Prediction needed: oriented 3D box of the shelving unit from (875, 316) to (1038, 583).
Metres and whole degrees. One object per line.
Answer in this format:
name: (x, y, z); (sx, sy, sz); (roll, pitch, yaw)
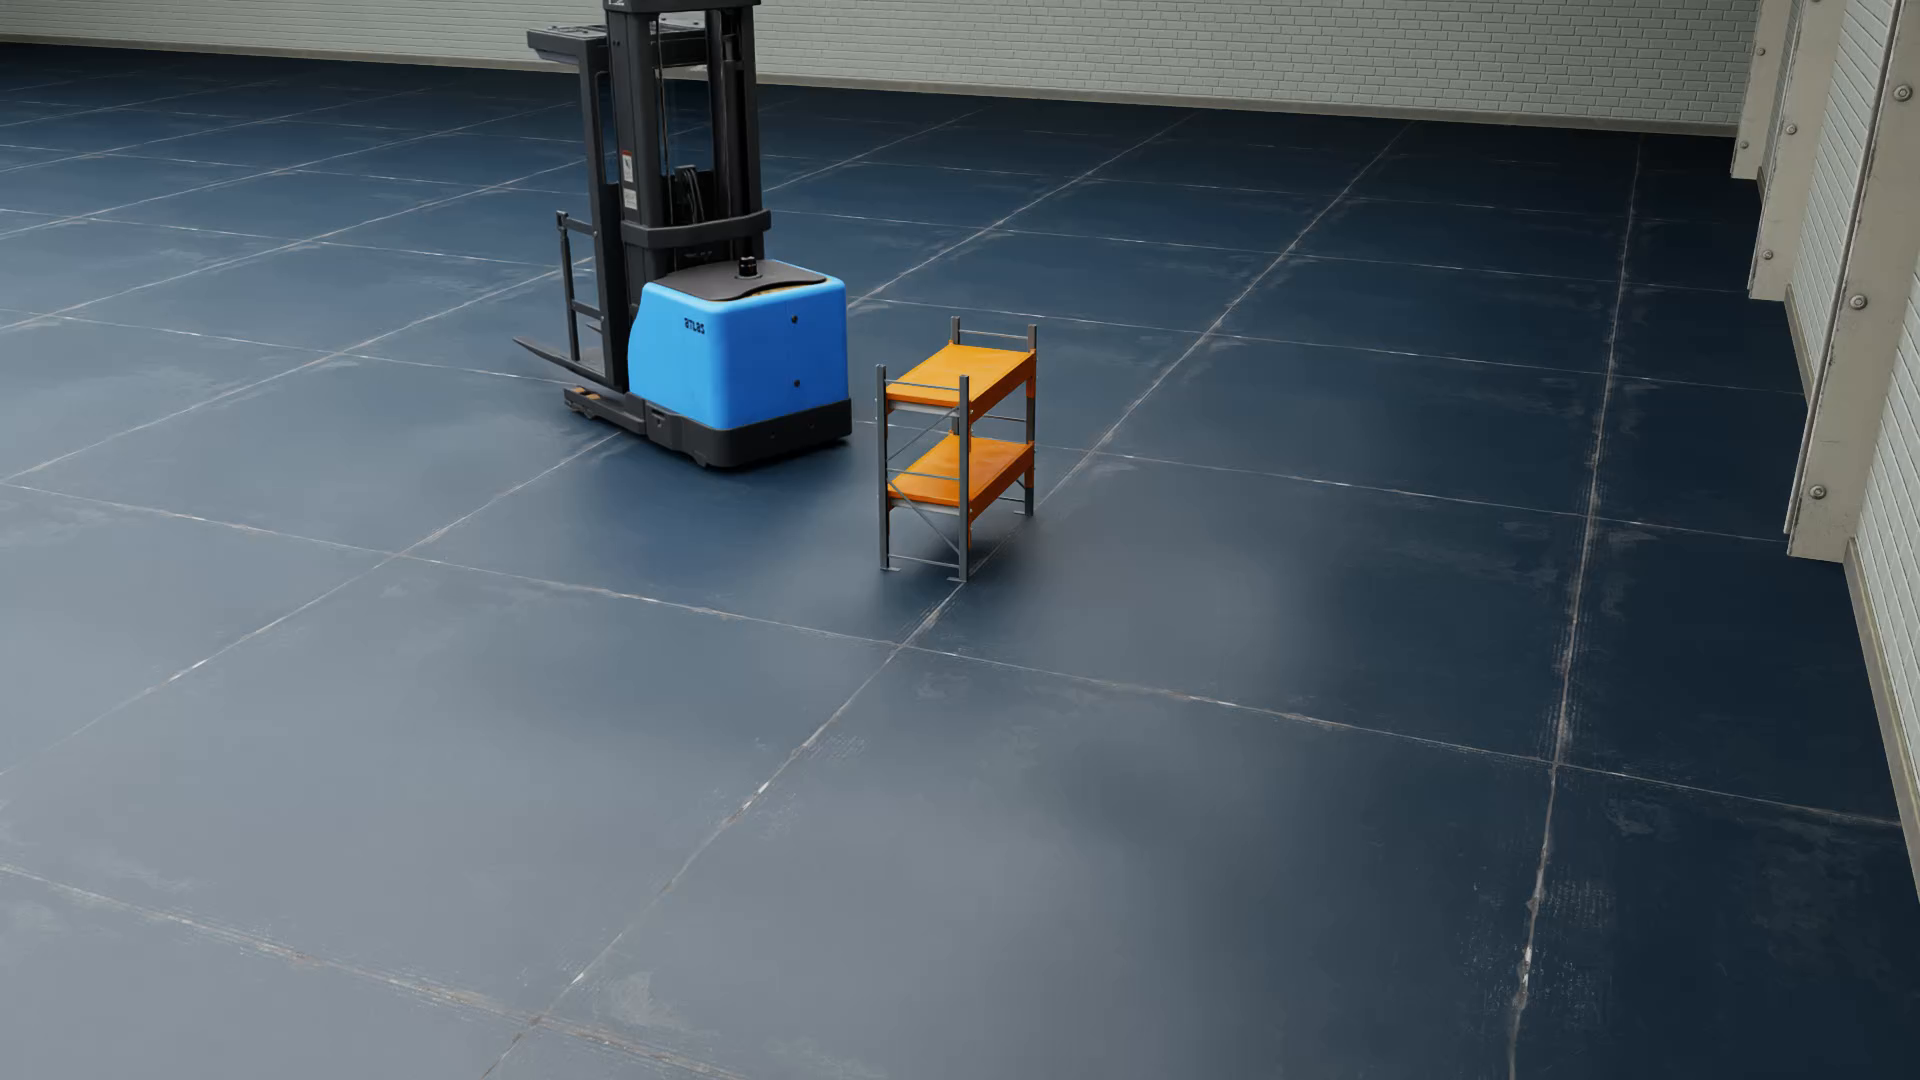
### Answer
shelving unit: (-0.003, -0.517, 9.027); (0.538, 1.125, 1.048); (9, 24, 20)

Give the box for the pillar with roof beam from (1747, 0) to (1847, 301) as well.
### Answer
pillar with roof beam: (2.952, -6.880, 14.046); (9.100, 9.000, 0.400); (9, 24, 20)

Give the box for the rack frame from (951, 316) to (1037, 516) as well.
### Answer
rack frame: (0.186, -0.699, 9.463); (0.500, 1.125, 0.032); (9, 24, 20)

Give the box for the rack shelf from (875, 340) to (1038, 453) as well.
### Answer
rack shelf: (-0.003, -0.787, 8.915); (0.538, 0.278, 1.000); (9, 24, 20)

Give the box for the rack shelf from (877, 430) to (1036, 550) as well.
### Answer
rack shelf: (-0.003, -0.291, 9.122); (0.538, 0.278, 1.000); (9, 24, 20)

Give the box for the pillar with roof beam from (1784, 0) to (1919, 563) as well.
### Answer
pillar with roof beam: (0.723, -4.733, 8.906); (9.100, 9.000, 0.400); (9, 24, 20)

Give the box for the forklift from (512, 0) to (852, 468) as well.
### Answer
forklift: (-2.046, -2.282, 10.912); (1.130, 2.935, 3.031); (-19, 29, -38)

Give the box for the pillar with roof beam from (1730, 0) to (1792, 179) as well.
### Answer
pillar with roof beam: (5.180, -9.027, 19.187); (9.100, 9.000, 0.400); (9, 24, 20)

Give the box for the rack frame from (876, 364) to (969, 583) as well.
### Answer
rack frame: (-0.191, -0.335, 8.592); (0.500, 1.125, 0.032); (9, 24, 20)
